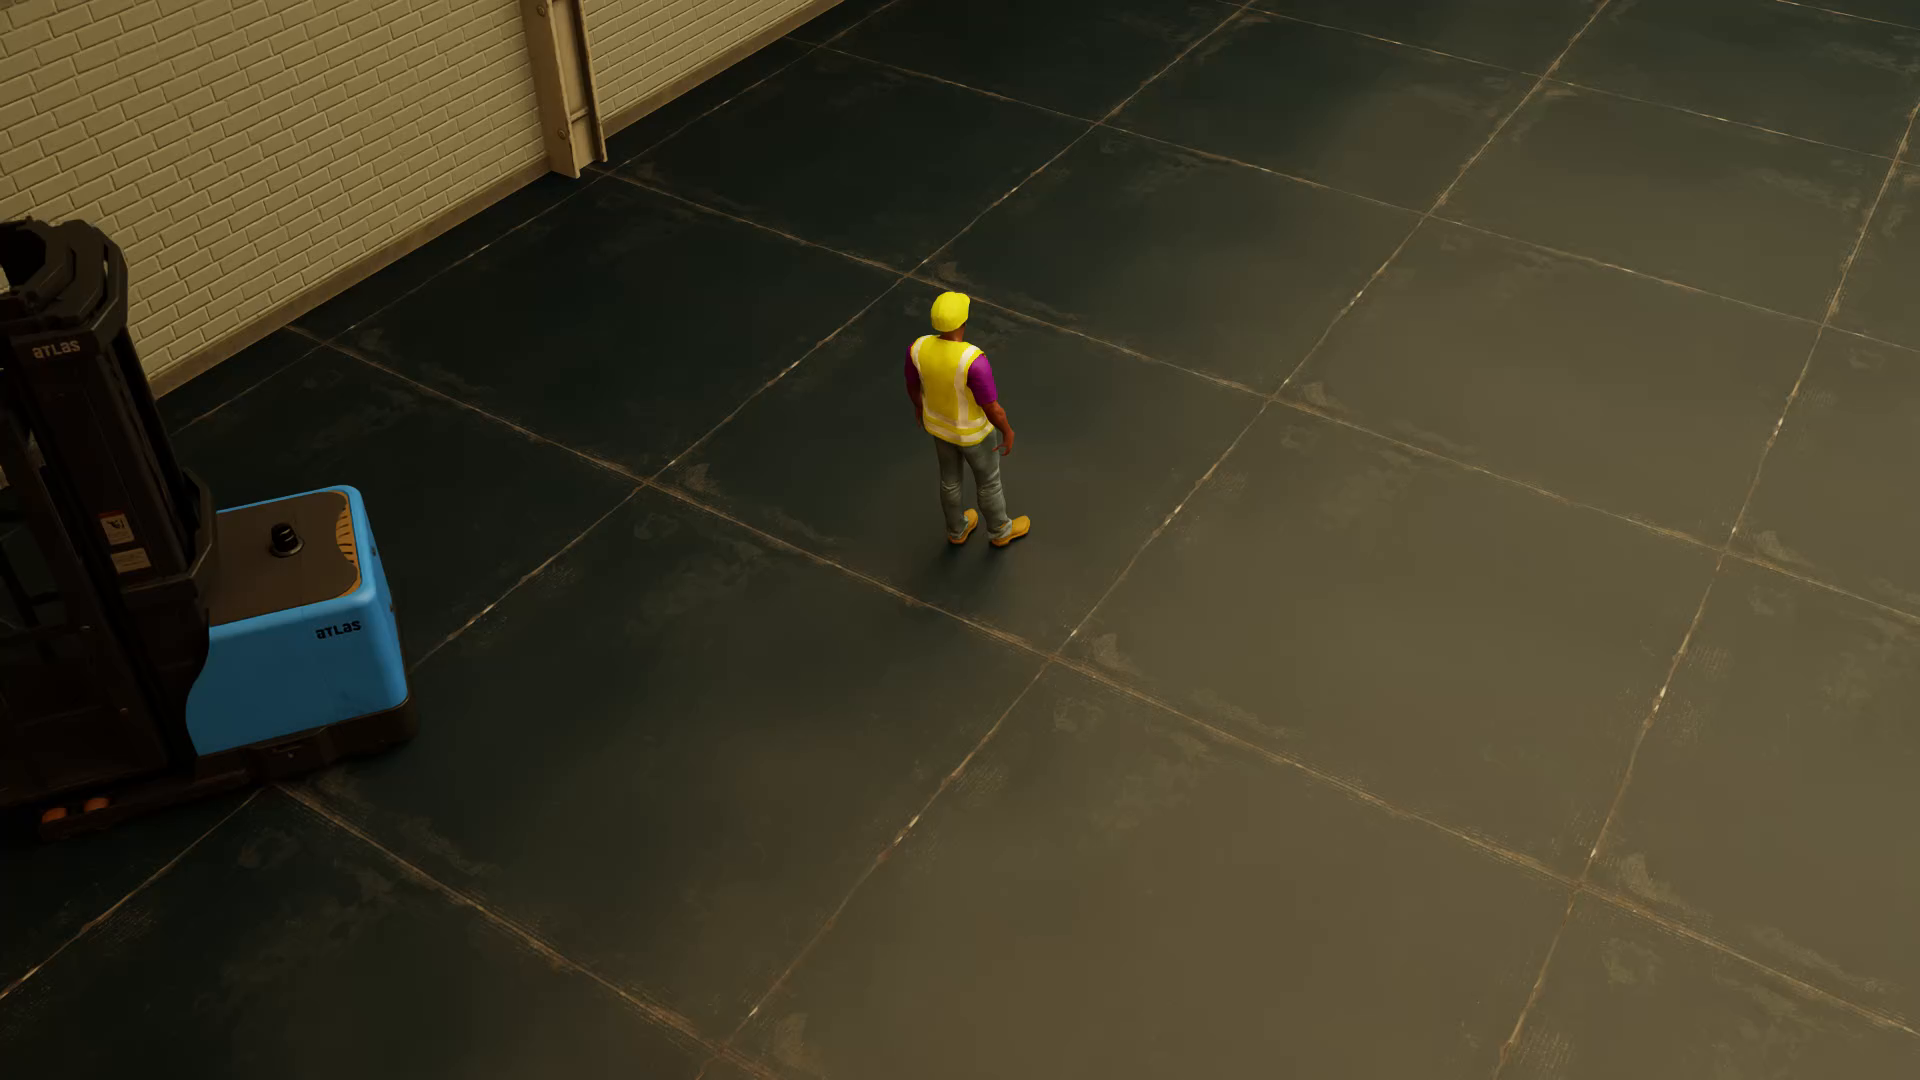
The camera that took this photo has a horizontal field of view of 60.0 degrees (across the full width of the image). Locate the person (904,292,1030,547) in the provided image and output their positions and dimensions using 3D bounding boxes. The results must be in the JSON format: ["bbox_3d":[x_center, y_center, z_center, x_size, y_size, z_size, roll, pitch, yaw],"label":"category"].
[{"bbox_3d":[0.042,-0.716,9.702,0.666,1.768,0.575,22,45,24],"label":"person"}]

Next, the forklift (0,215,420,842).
[{"bbox_3d":[-4.477,0.016,7.948,3.031,2.935,1.130,-14,42,-16],"label":"forklift"}]
